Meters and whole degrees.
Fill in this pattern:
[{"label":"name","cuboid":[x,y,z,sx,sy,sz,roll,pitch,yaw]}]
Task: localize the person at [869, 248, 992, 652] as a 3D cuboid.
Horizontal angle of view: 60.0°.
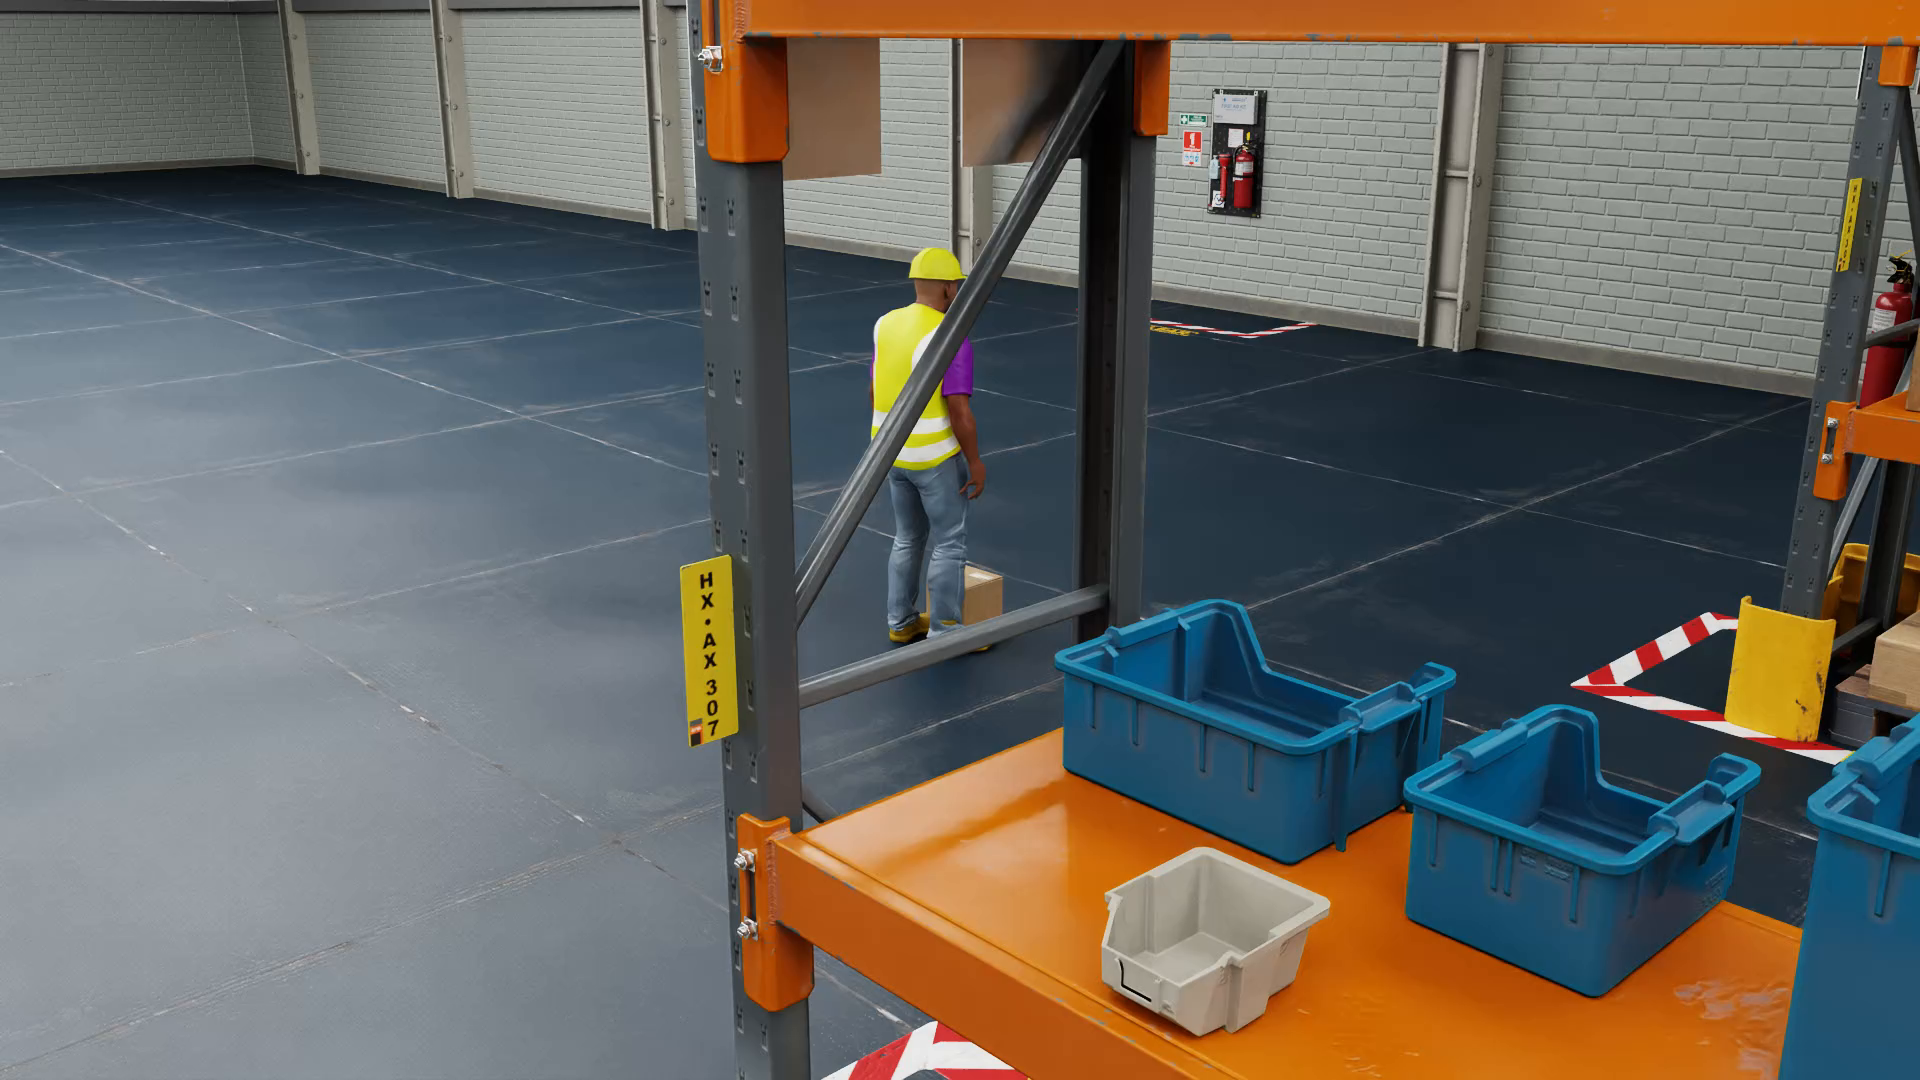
[{"label":"person","cuboid":[-0.134,-0.385,7.257,0.458,1.761,0.628,-15,23,-41]}]
